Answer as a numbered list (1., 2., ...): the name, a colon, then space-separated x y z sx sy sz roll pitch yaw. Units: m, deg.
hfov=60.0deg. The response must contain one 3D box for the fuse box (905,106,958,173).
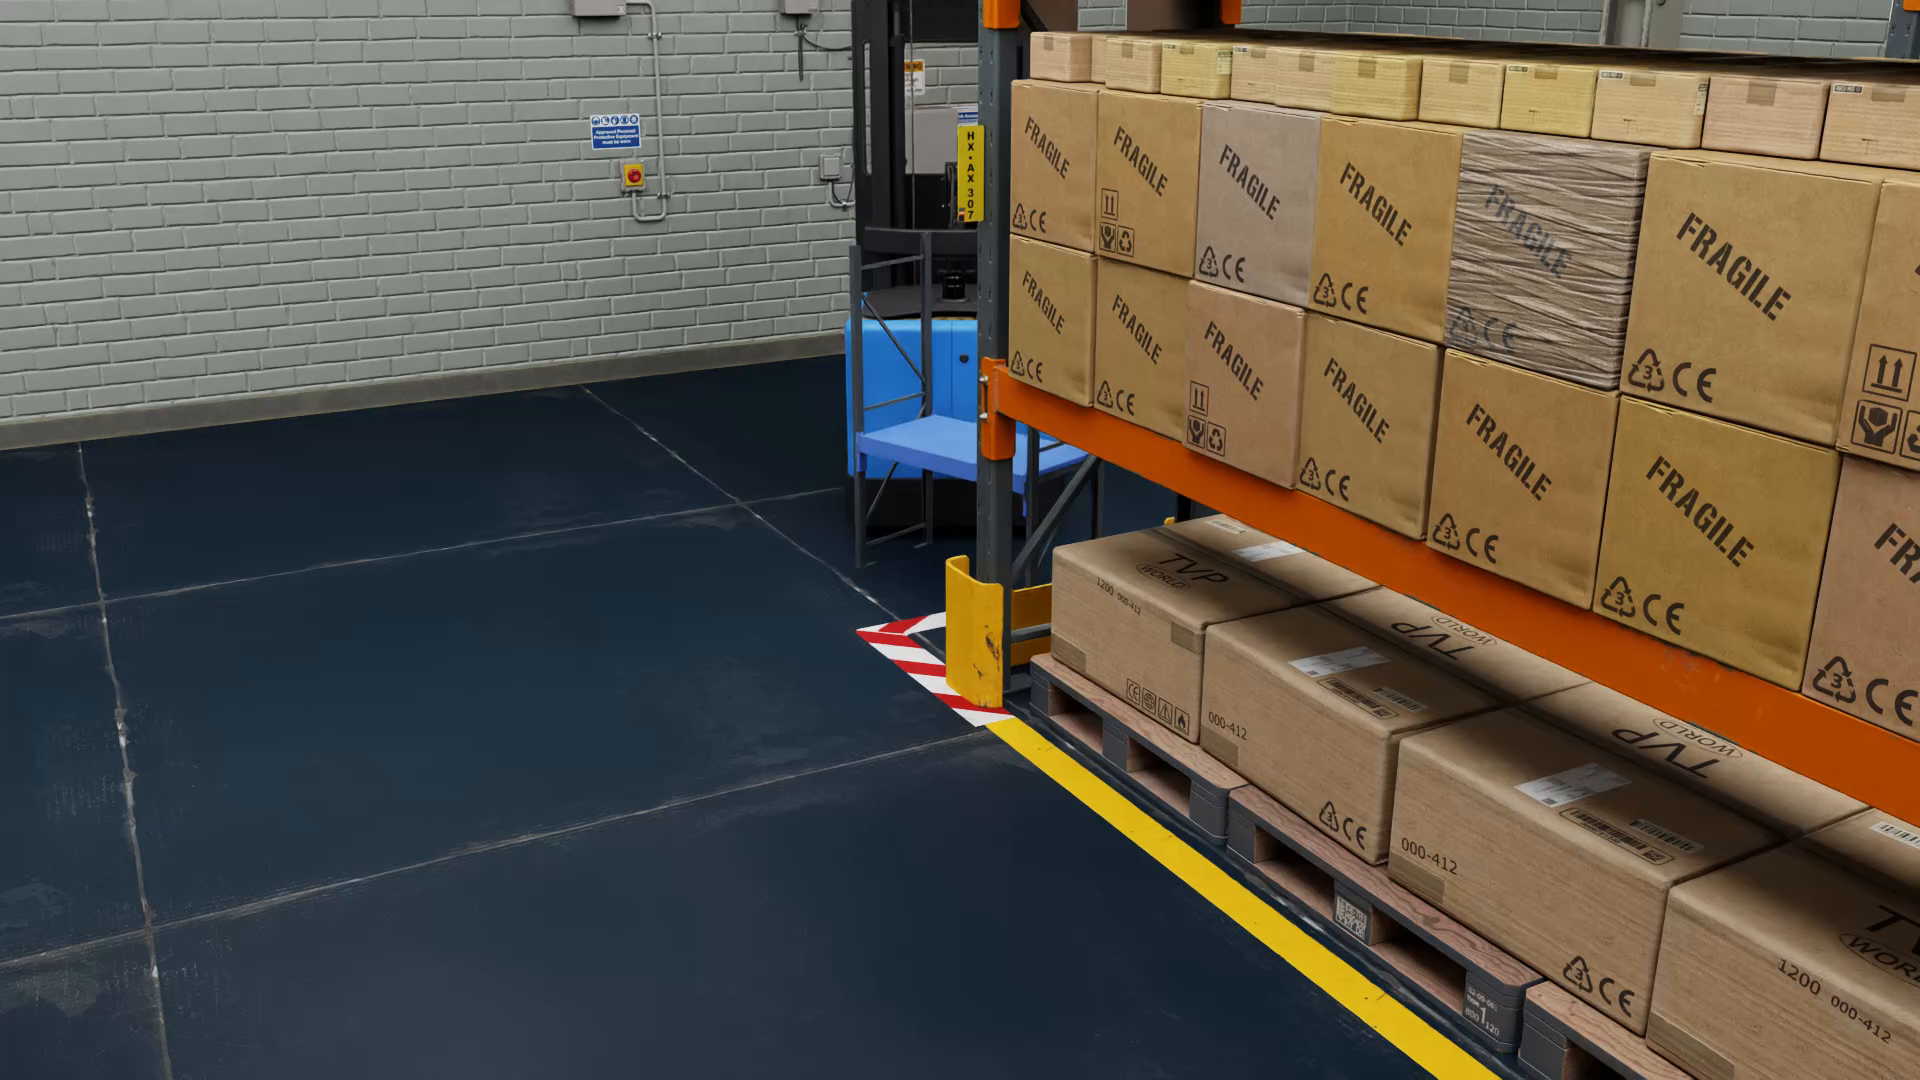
1. fuse box: -0.251 -2.194 11.868 0.539 1.711 0.414 -10 21 -27

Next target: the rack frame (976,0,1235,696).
1. rack frame: 0.529 -0.905 6.155 1.000 3.000 0.127 -10 21 -27

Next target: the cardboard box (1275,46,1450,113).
1. cardboard box: 1.057 -1.212 4.365 0.380 0.149 0.250 -10 21 -26

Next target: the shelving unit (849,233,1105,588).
1. shelving unit: 0.073 -0.524 7.350 1.048 1.500 0.538 16 25 39

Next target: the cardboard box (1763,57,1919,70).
1. cardboard box: 2.048 -1.014 3.790 0.380 0.149 0.250 -11 22 -28

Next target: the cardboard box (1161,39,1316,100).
1. cardboard box: 0.805 -1.357 4.786 0.380 0.149 0.250 -11 22 -28

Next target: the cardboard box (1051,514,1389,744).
1. cardboard box: 0.931 0.282 6.001 0.875 0.438 0.875 -11 22 -28

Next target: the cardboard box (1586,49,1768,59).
1. cardboard box: 1.800 -1.154 4.197 0.380 0.149 0.250 -10 21 -26

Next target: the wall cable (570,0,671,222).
1. wall cable: -2.169 -3.015 10.665 0.585 1.953 0.123 -10 21 -27

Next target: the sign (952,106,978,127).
1. sign: 0.085 -2.895 12.067 0.329 0.494 0.001 -10 21 -27

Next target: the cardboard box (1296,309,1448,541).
1. cardboard box: 1.247 -0.339 4.362 0.500 0.500 0.500 -9 21 -25

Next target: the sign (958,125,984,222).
1. sign: 0.038 -1.267 5.757 0.100 0.325 0.005 -10 21 -27

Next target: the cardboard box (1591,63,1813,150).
1. cardboard box: 1.576 -0.924 3.530 0.380 0.149 0.250 -10 21 -27

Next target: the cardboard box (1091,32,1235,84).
1. cardboard box: 0.641 -1.523 5.265 0.380 0.149 0.250 -9 21 -25

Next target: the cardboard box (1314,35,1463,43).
1. cardboard box: 1.298 -1.451 5.056 0.380 0.149 0.250 -9 21 -25

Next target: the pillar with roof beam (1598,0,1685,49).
1. pillar with roof beam: 0.620 -4.758 8.123 9.100 9.000 0.400 -10 21 -27

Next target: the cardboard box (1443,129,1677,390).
1. cardboard box: 1.478 -0.661 3.762 0.500 0.500 0.500 -10 21 -26

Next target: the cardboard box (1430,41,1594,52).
1. cardboard box: 1.530 -1.302 4.625 0.380 0.149 0.250 -9 21 -25

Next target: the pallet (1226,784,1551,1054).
1. pallet: 1.553 0.980 4.967 1.003 0.211 1.213 -10 21 -27

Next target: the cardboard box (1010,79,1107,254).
1. cardboard box: 0.506 -1.243 5.449 0.500 0.500 0.500 -11 22 -28

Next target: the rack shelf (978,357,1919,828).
1. rack shelf: 1.479 0.009 4.609 1.077 0.370 4.000 -10 21 -27

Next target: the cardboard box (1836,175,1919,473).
1. cardboard box: 1.962 -0.369 2.917 0.500 0.500 0.500 -10 21 -27

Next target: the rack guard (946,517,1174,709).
1. rack guard: 0.518 0.270 6.583 1.175 0.500 0.348 -10 21 -27

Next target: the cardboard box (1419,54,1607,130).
1. cardboard box: 1.321 -1.067 3.946 0.380 0.149 0.250 -10 21 -27

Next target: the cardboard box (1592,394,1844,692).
1. cardboard box: 1.734 -0.044 3.508 0.500 0.500 0.500 -11 22 -28

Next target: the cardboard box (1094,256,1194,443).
1. cardboard box: 0.769 -0.629 5.203 0.500 0.500 0.500 -10 22 -27

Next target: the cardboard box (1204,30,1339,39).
1. cardboard box: 1.018 -1.590 5.461 0.380 0.149 0.250 -10 21 -26

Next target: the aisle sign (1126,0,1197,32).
1. aisle sign: 0.768 -2.203 5.930 0.394 0.787 0.004 -10 21 -27

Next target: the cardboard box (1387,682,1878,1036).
1. cardboard box: 1.799 0.802 4.492 0.875 0.438 0.875 -11 22 -28

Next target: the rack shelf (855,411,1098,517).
1. rack shelf: 0.073 -0.354 7.409 1.000 0.185 0.538 16 25 39

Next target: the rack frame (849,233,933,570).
1. rack frame: -0.308 -0.634 7.669 0.032 1.500 0.500 16 25 39

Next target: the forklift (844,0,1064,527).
1. forklift: -0.009 -1.877 9.079 1.130 2.935 3.031 0 19 1

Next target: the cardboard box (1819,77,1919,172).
1. cardboard box: 1.863 -0.788 3.136 0.380 0.149 0.250 -10 21 -27

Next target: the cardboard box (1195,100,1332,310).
1. cardboard box: 1.009 -0.949 4.597 0.500 0.500 0.500 -10 21 -27
